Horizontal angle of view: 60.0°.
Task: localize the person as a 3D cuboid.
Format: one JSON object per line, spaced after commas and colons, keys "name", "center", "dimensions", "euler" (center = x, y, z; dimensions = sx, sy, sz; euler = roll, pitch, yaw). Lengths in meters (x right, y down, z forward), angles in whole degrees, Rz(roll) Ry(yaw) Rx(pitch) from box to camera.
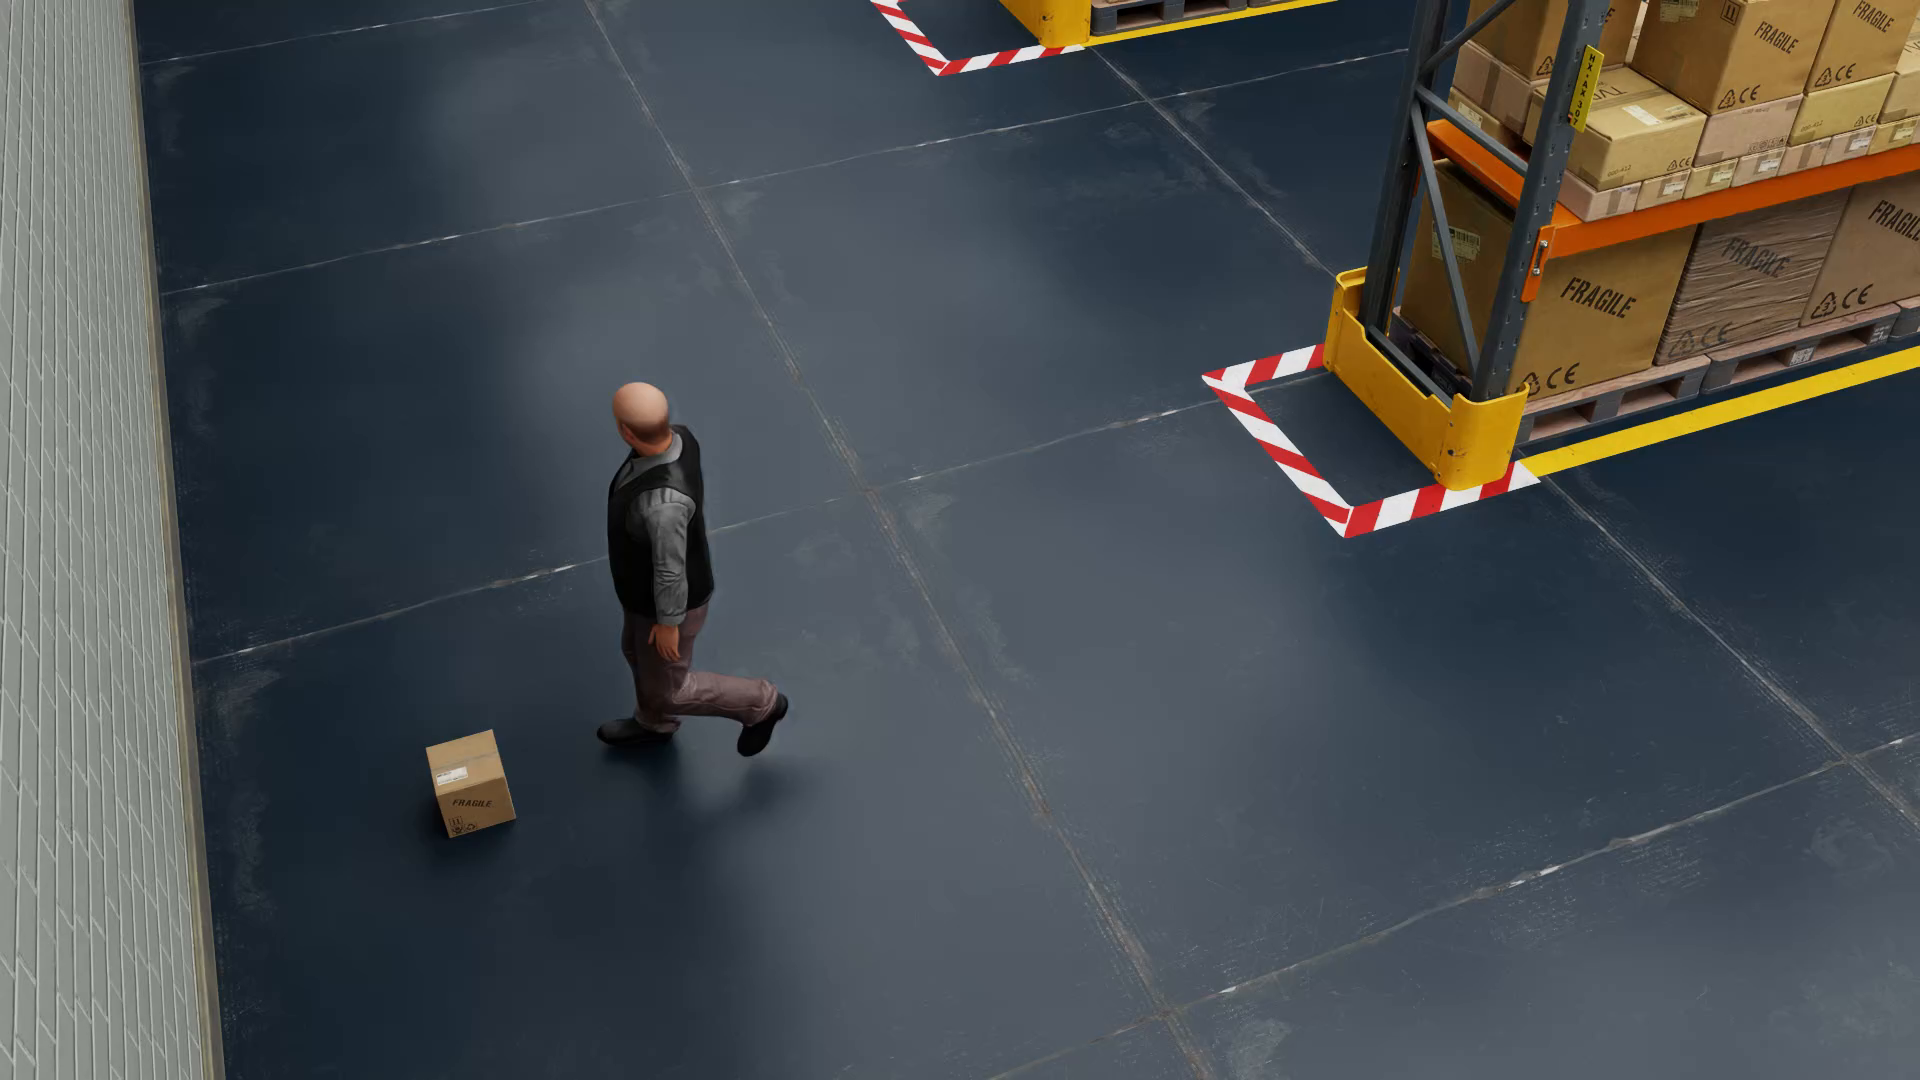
{"name": "person", "center": [-1.042, 0.163, 5.983], "dimensions": [0.750, 1.713, 0.551], "euler": [-7, 42, -8]}
